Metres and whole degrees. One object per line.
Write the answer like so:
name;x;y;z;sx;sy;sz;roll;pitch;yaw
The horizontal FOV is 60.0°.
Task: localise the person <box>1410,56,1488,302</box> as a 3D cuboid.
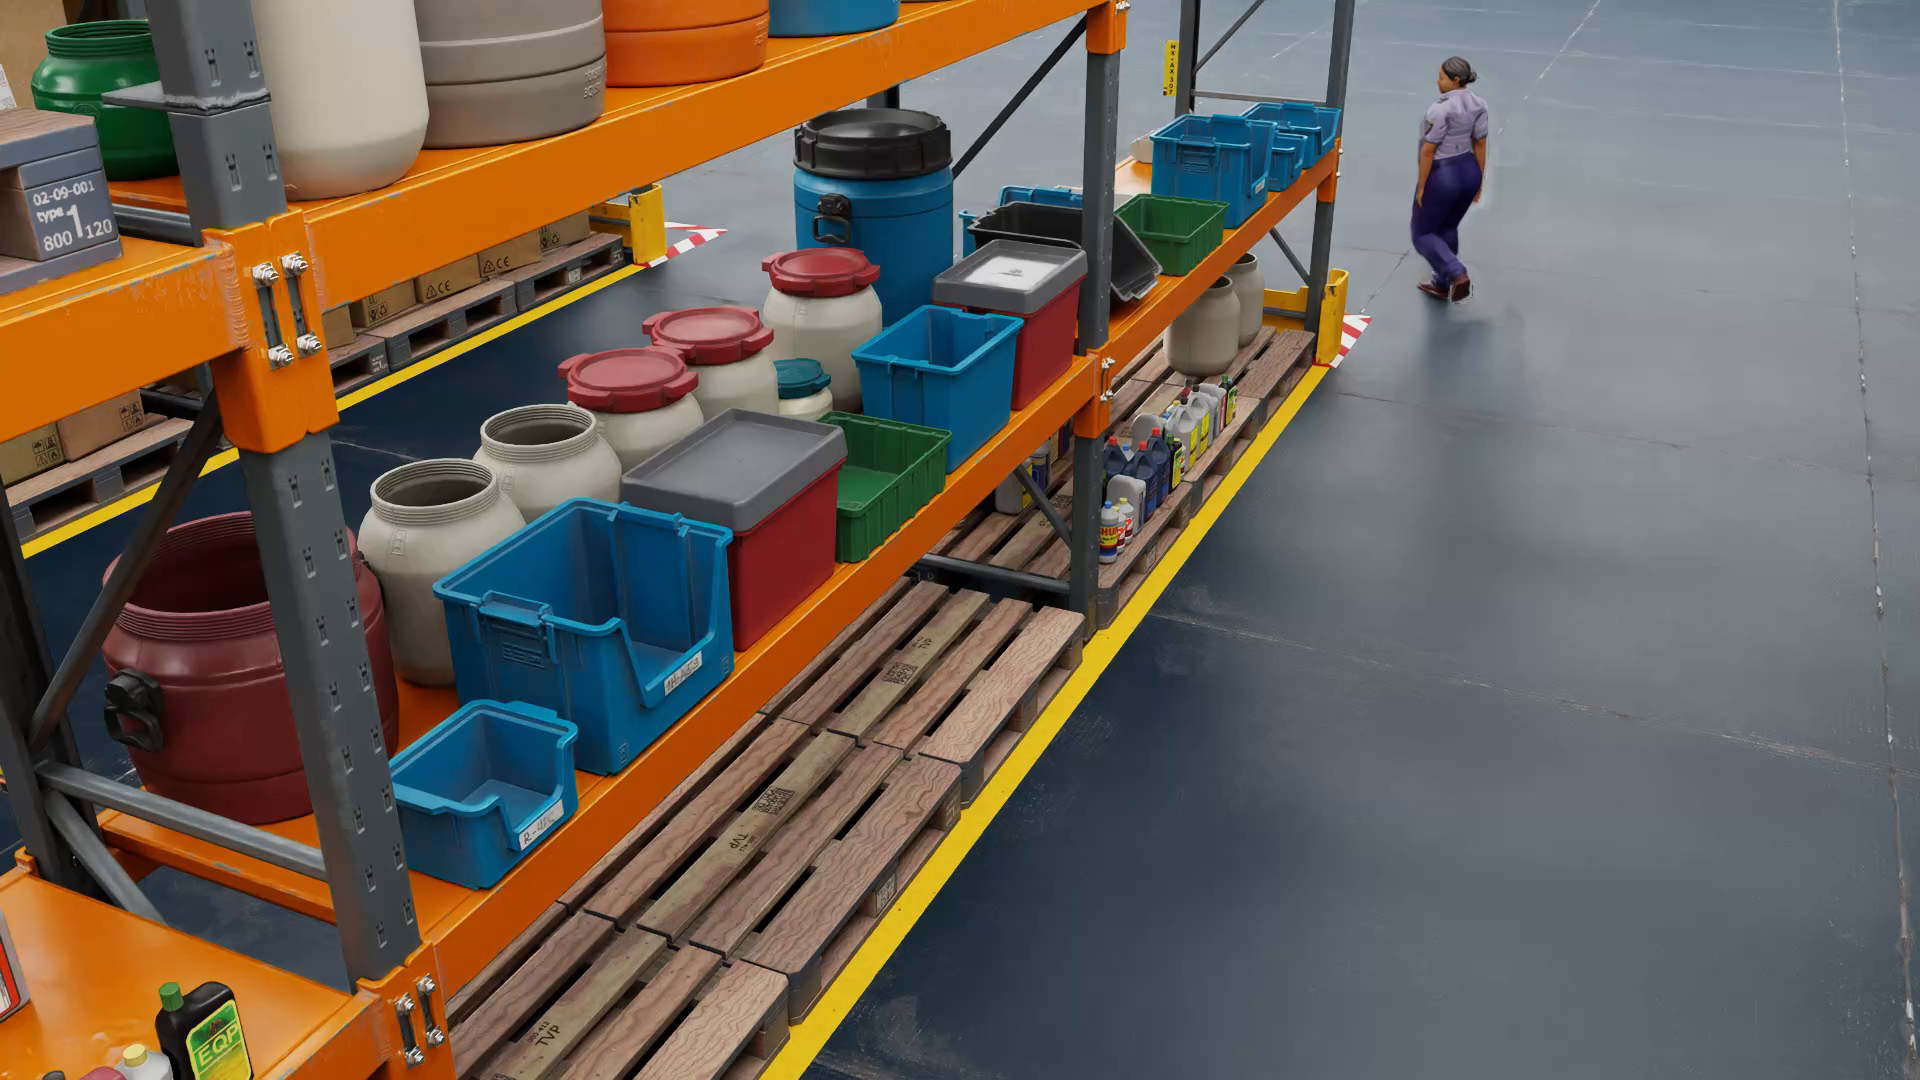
person;3.185;-2.319;10.825;0.532;1.606;0.665;-13;29;-24
